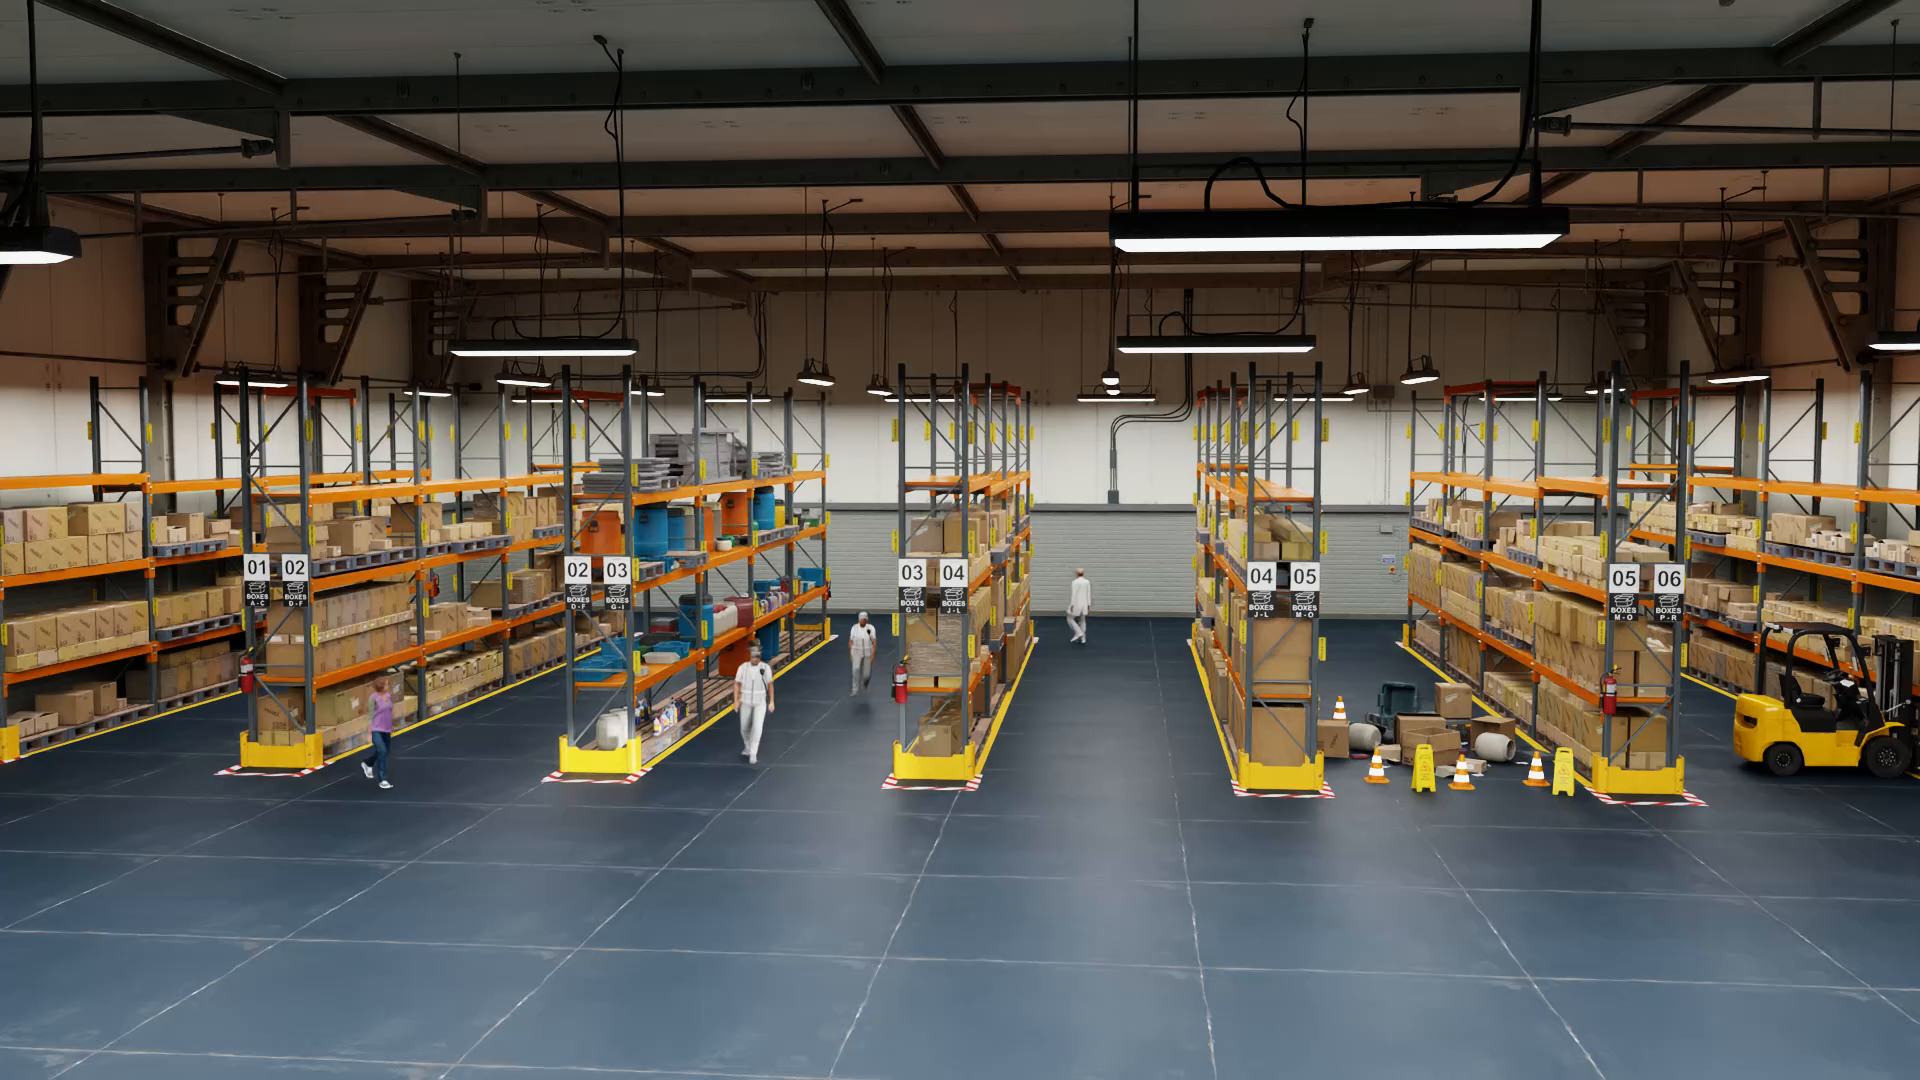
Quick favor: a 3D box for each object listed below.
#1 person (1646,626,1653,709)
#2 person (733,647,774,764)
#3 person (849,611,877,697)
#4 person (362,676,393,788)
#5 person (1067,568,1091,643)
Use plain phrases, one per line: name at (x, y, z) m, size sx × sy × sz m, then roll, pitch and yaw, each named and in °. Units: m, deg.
person at (12.210, 2.293, 29.699) m, size 0.501 × 1.623 × 0.698 m, roll -1°, pitch 4°, yaw -9°
person at (-3.172, 2.524, 25.535) m, size 0.609 × 1.782 × 0.719 m, roll 0°, pitch 4°, yaw -2°
person at (-1.775, 2.052, 30.227) m, size 0.533 × 1.505 × 1.021 m, roll -1°, pitch 4°, yaw -11°
person at (-8.280, 2.695, 23.599) m, size 0.811 × 1.557 × 0.426 m, roll 2°, pitch 4°, yaw 32°
person at (2.859, 1.564, 39.704) m, size 0.638 × 1.779 × 0.499 m, roll -3°, pitch 5°, yaw -38°
